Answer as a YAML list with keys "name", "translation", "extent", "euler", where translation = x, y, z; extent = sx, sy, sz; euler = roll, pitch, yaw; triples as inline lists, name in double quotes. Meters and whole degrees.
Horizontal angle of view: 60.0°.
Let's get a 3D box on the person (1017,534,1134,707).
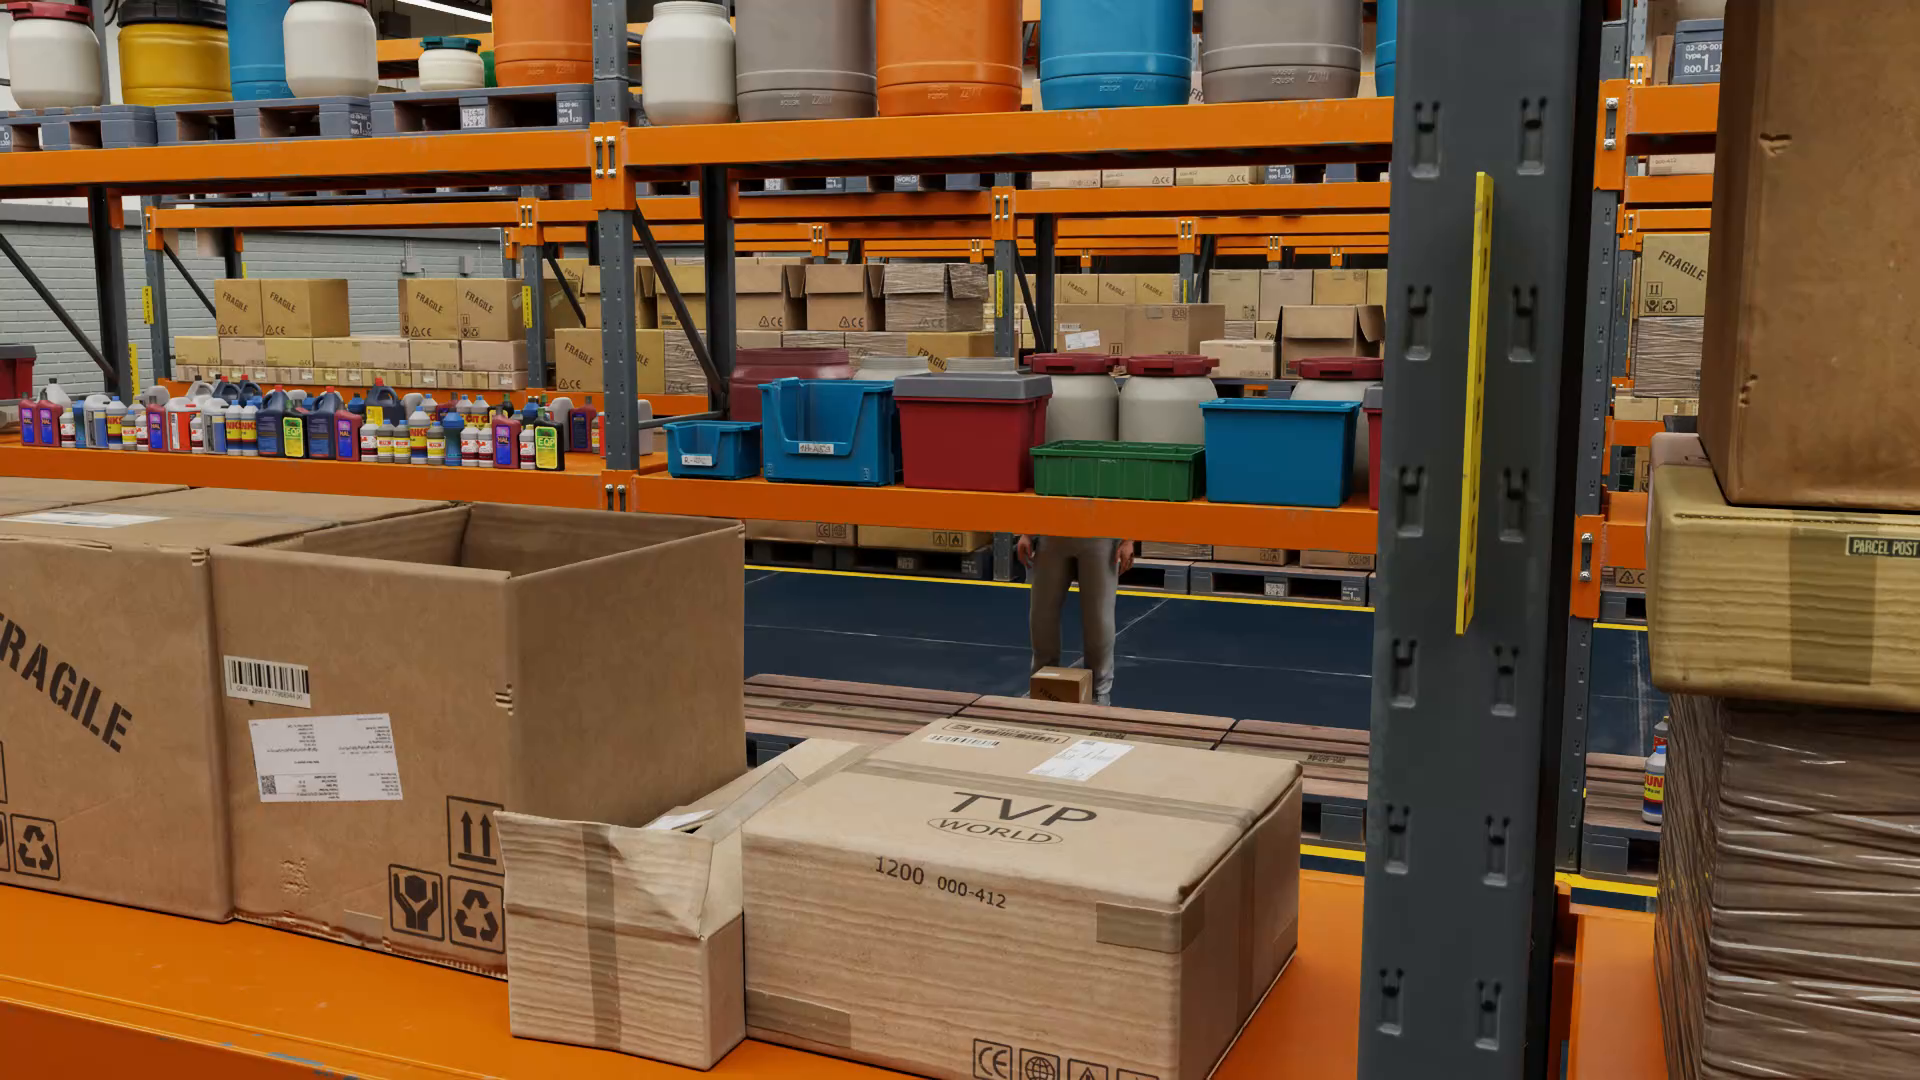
- name: "person"
  translation: [0.591, -0.002, 8.337]
  extent: [0.599, 1.749, 0.430]
  euler: [3, 9, 19]
